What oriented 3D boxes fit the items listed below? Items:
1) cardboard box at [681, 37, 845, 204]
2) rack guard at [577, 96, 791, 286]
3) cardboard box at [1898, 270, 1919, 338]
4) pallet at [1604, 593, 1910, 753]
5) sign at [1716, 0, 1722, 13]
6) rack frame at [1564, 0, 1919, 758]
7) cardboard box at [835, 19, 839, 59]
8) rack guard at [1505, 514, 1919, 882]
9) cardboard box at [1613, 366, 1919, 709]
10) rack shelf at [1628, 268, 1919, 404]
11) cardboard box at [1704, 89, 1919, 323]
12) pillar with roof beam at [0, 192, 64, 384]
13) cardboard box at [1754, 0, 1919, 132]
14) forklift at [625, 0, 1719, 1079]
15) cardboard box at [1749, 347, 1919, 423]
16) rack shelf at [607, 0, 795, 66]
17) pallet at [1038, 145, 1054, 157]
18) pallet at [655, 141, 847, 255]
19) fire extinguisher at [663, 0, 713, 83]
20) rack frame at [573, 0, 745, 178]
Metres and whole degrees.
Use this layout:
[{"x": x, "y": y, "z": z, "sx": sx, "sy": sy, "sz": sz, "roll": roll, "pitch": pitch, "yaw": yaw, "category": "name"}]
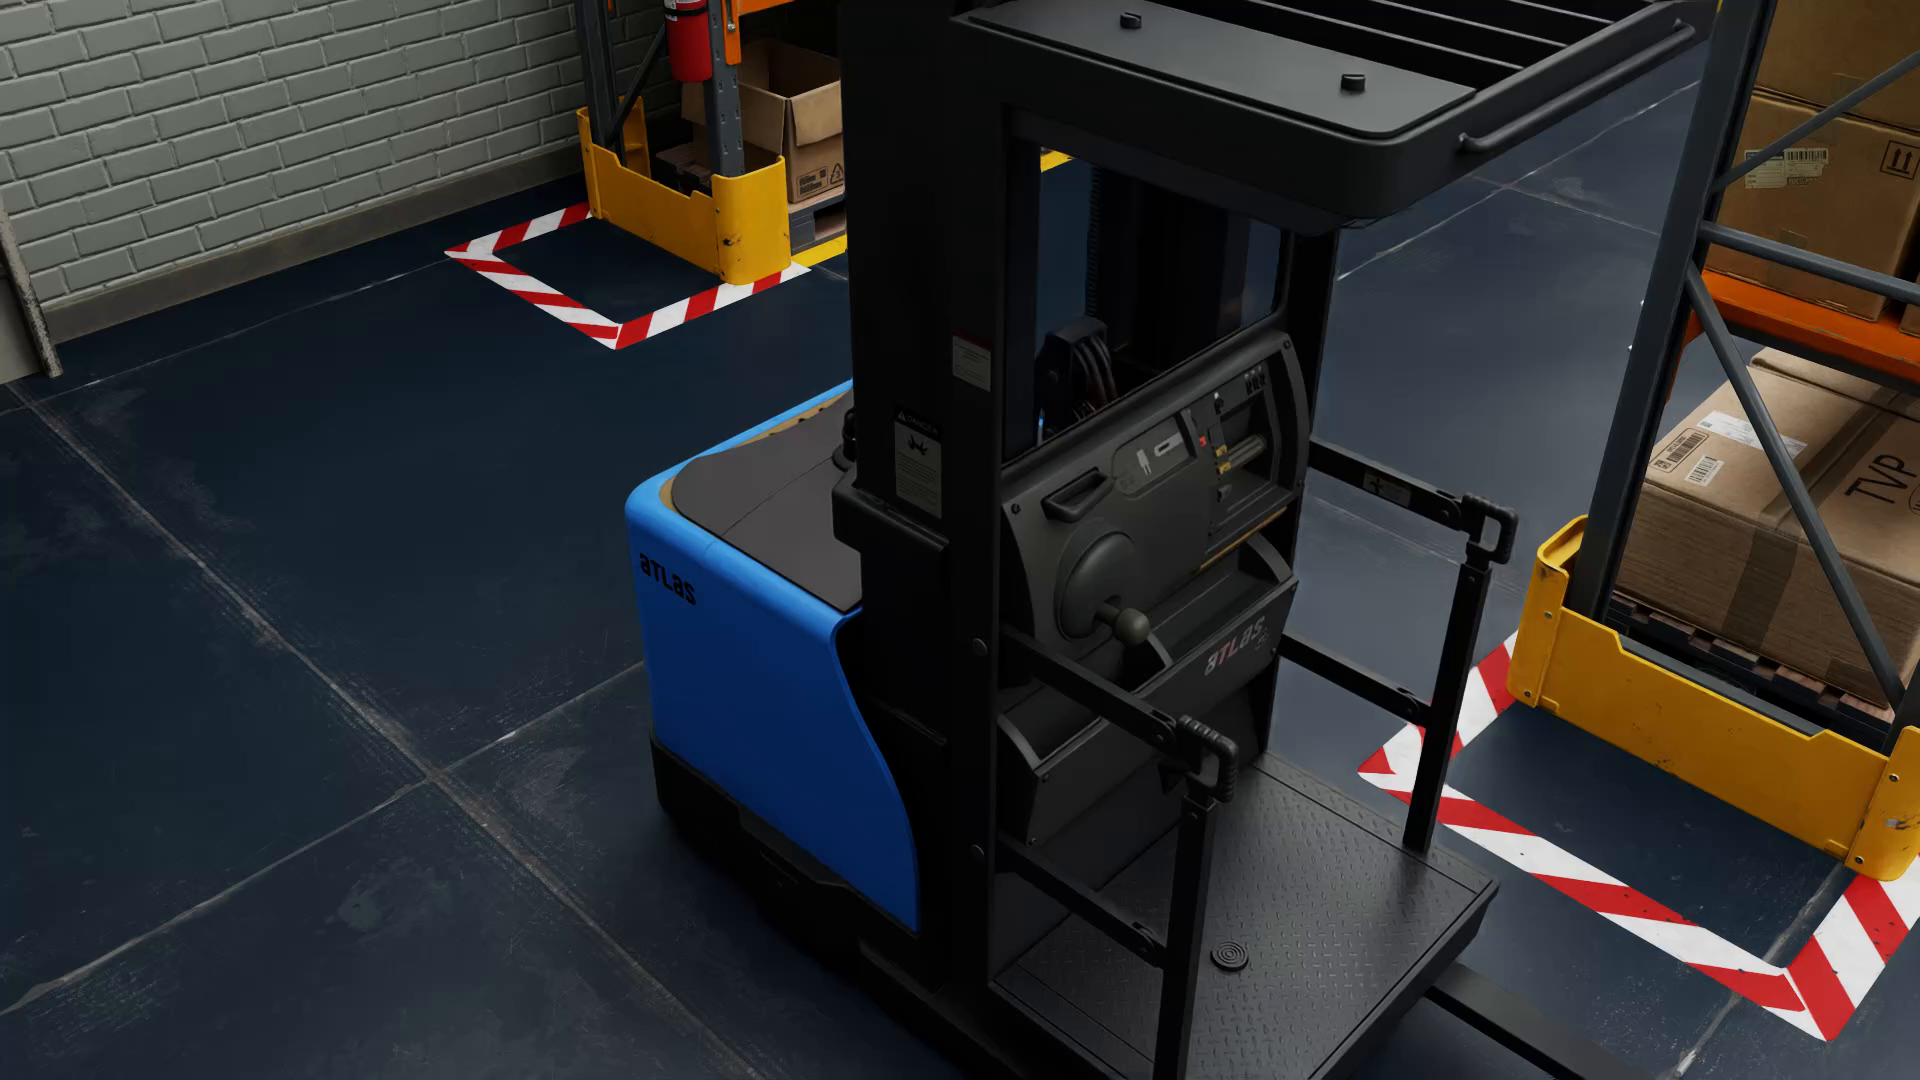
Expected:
[{"x": -0.829, "y": -1.974, "z": 7.774, "sx": 0.797, "sy": 0.503, "sz": 0.637, "roll": 28, "pitch": 43, "yaw": 34, "category": "cardboard box"}, {"x": -1.274, "y": -1.622, "z": 7.638, "sx": 1.175, "sy": 0.500, "sz": 0.348, "roll": 30, "pitch": 45, "yaw": 35, "category": "rack guard"}, {"x": 2.740, "y": -0.737, "z": 4.097, "sx": 0.500, "sy": 0.500, "sz": 0.500, "roll": 29, "pitch": 44, "yaw": 35, "category": "cardboard box"}, {"x": 2.706, "y": 0.171, "z": 5.321, "sx": 1.003, "sy": 0.211, "sz": 1.213, "roll": 30, "pitch": 45, "yaw": 35, "category": "pallet"}, {"x": 1.823, "y": -1.413, "z": 3.935, "sx": 0.100, "sy": 0.325, "sz": 0.005, "roll": 30, "pitch": 45, "yaw": 35, "category": "sign"}, {"x": 2.198, "y": -0.617, "z": 4.013, "sx": 1.000, "sy": 3.000, "sz": 0.127, "roll": 30, "pitch": 45, "yaw": 35, "category": "rack frame"}, {"x": -0.199, "y": -2.304, "z": 8.250, "sx": 0.500, "sy": 0.500, "sz": 0.700, "roll": -28, "pitch": 44, "yaw": -34, "category": "cardboard box"}, {"x": 2.181, "y": 0.418, "z": 4.714, "sx": 1.175, "sy": 0.500, "sz": 0.348, "roll": 30, "pitch": 45, "yaw": 35, "category": "rack guard"}, {"x": 2.592, "y": -0.047, "z": 5.067, "sx": 0.875, "sy": 0.438, "sz": 0.875, "roll": 28, "pitch": 44, "yaw": 34, "category": "cardboard box"}, {"x": 3.607, "y": -1.134, "z": 5.382, "sx": 1.077, "sy": 0.370, "sz": 4.000, "roll": 30, "pitch": 45, "yaw": 35, "category": "rack shelf"}, {"x": 2.350, "y": -0.961, "z": 4.418, "sx": 0.500, "sy": 0.500, "sz": 0.500, "roll": -30, "pitch": 45, "yaw": -35, "category": "cardboard box"}, {"x": -0.811, "y": -2.610, "z": 1.626, "sx": 9.100, "sy": 9.000, "sz": 0.400, "roll": 30, "pitch": 45, "yaw": 35, "category": "pillar with roof beam"}, {"x": 2.369, "y": -1.360, "z": 4.116, "sx": 0.500, "sy": 0.500, "sz": 0.500, "roll": -28, "pitch": 44, "yaw": -34, "category": "cardboard box"}, {"x": 0.578, "y": -0.062, "z": 3.276, "sx": 3.031, "sy": 2.935, "sz": 1.130, "roll": 28, "pitch": 44, "yaw": 34, "category": "forklift"}, {"x": 3.231, "y": -0.421, "z": 5.605, "sx": 0.875, "sy": 0.438, "sz": 0.875, "roll": -29, "pitch": 44, "yaw": -34, "category": "cardboard box"}, {"x": 0.082, "y": -3.133, "z": 8.249, "sx": 1.077, "sy": 0.370, "sz": 4.000, "roll": 30, "pitch": 45, "yaw": 35, "category": "rack shelf"}, {"x": 0.147, "y": -2.320, "z": 8.892, "sx": 1.003, "sy": 0.211, "sz": 1.213, "roll": 30, "pitch": 45, "yaw": 35, "category": "pallet"}, {"x": -0.713, "y": -1.827, "z": 8.185, "sx": 1.003, "sy": 0.211, "sz": 1.213, "roll": 30, "pitch": 45, "yaw": 35, "category": "pallet"}, {"x": -1.103, "y": -2.185, "z": 6.655, "sx": 0.296, "sy": 0.674, "sz": 0.183, "roll": 30, "pitch": 45, "yaw": 35, "category": "fire extinguisher"}, {"x": -1.327, "y": -2.616, "z": 6.879, "sx": 1.000, "sy": 3.000, "sz": 0.127, "roll": 30, "pitch": 45, "yaw": 35, "category": "rack frame"}]
